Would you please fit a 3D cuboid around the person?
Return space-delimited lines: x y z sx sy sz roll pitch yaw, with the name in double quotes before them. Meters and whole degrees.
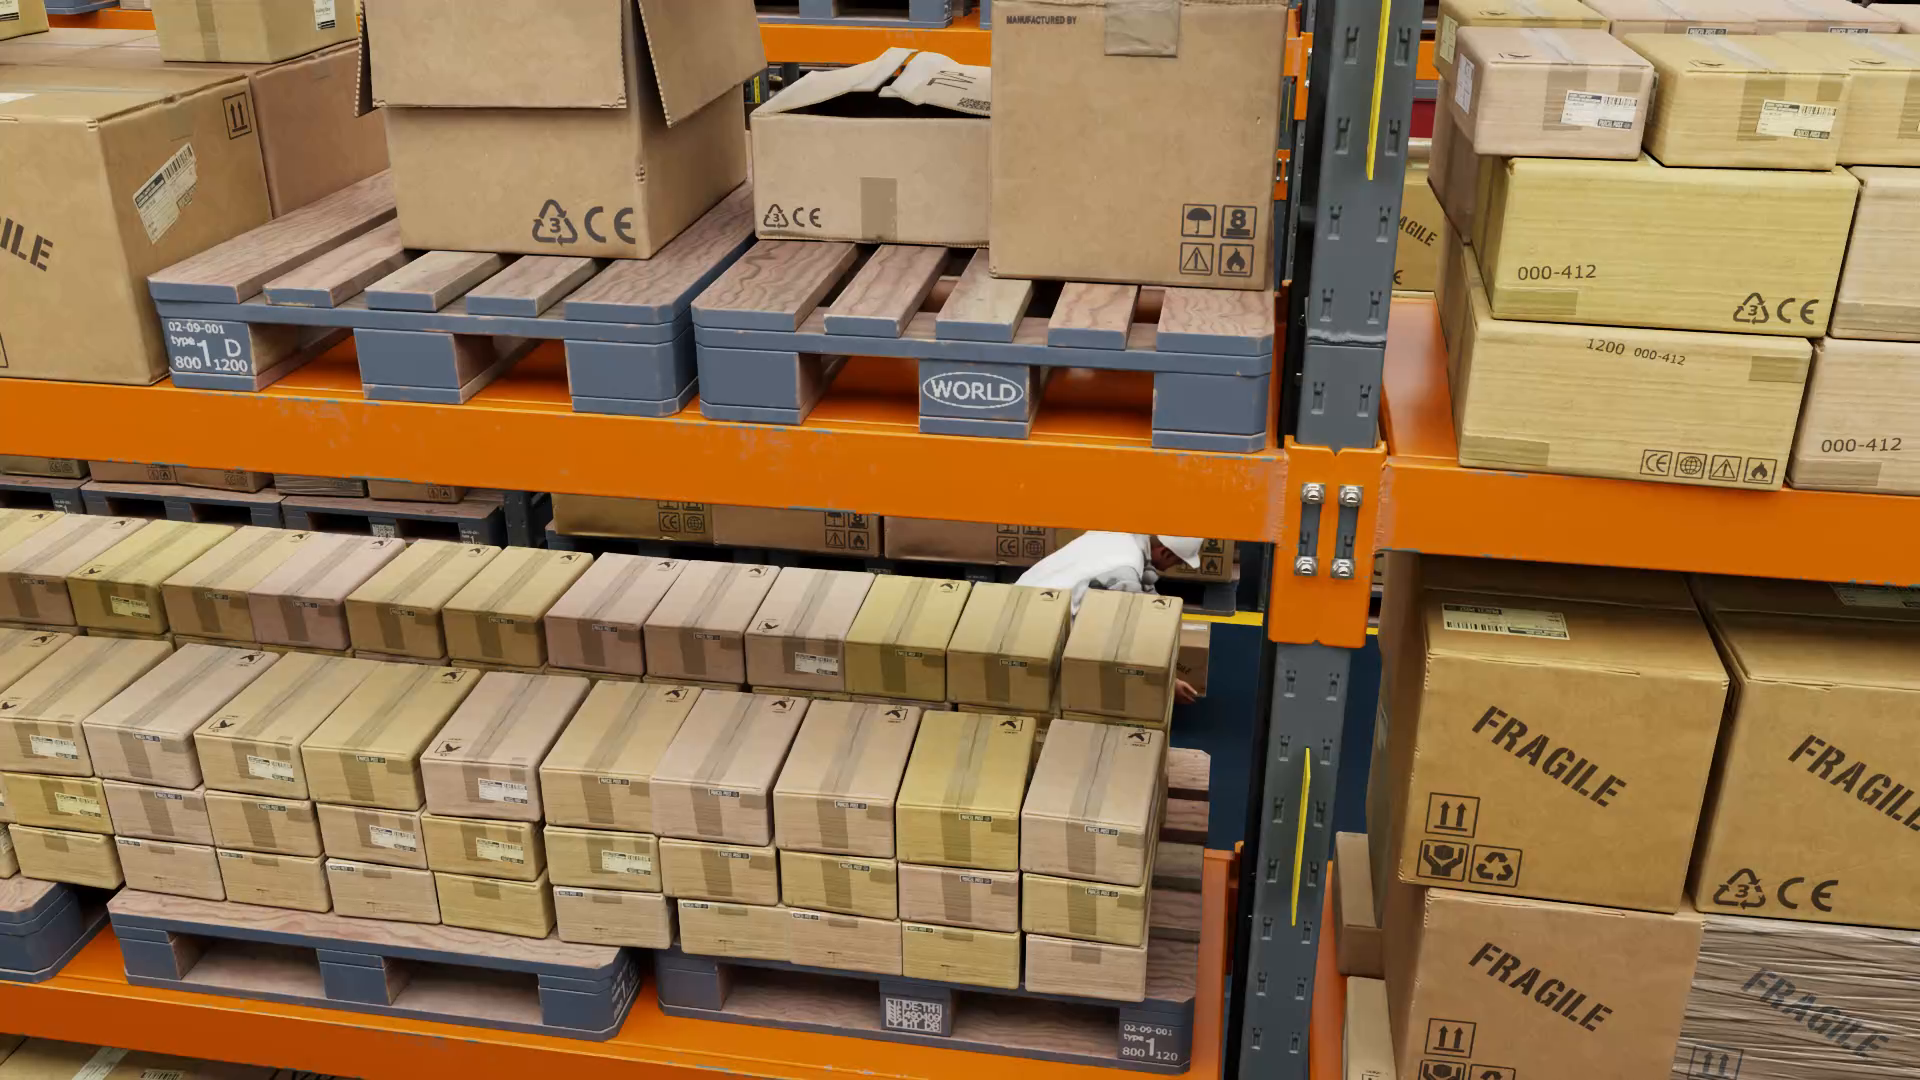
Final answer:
"person" 0.622 0.329 7.290 0.875 1.004 0.541 4 25 9
